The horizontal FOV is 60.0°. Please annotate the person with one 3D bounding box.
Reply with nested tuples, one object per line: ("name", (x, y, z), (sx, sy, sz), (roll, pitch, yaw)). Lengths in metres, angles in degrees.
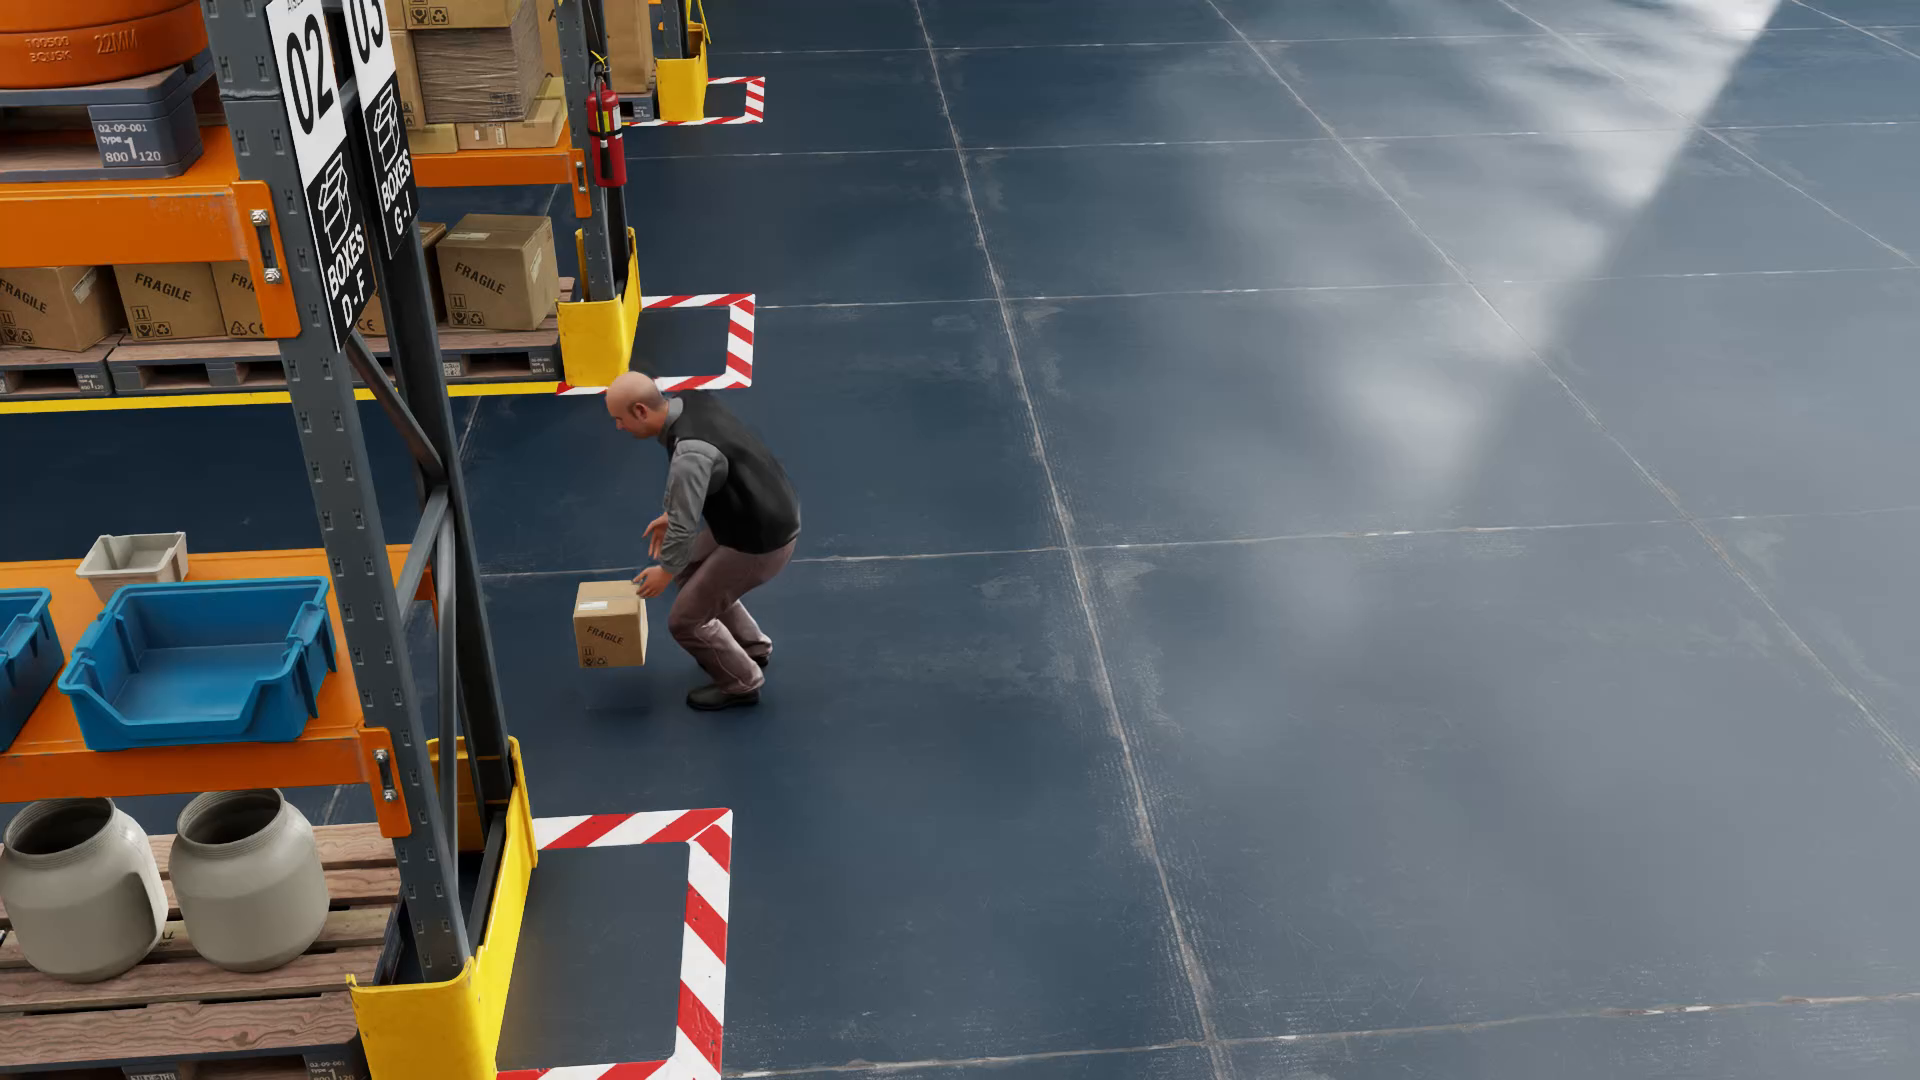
("person", (-0.958, -0.006, 6.453), (0.689, 1.434, 0.591), (-3, 31, -4))
